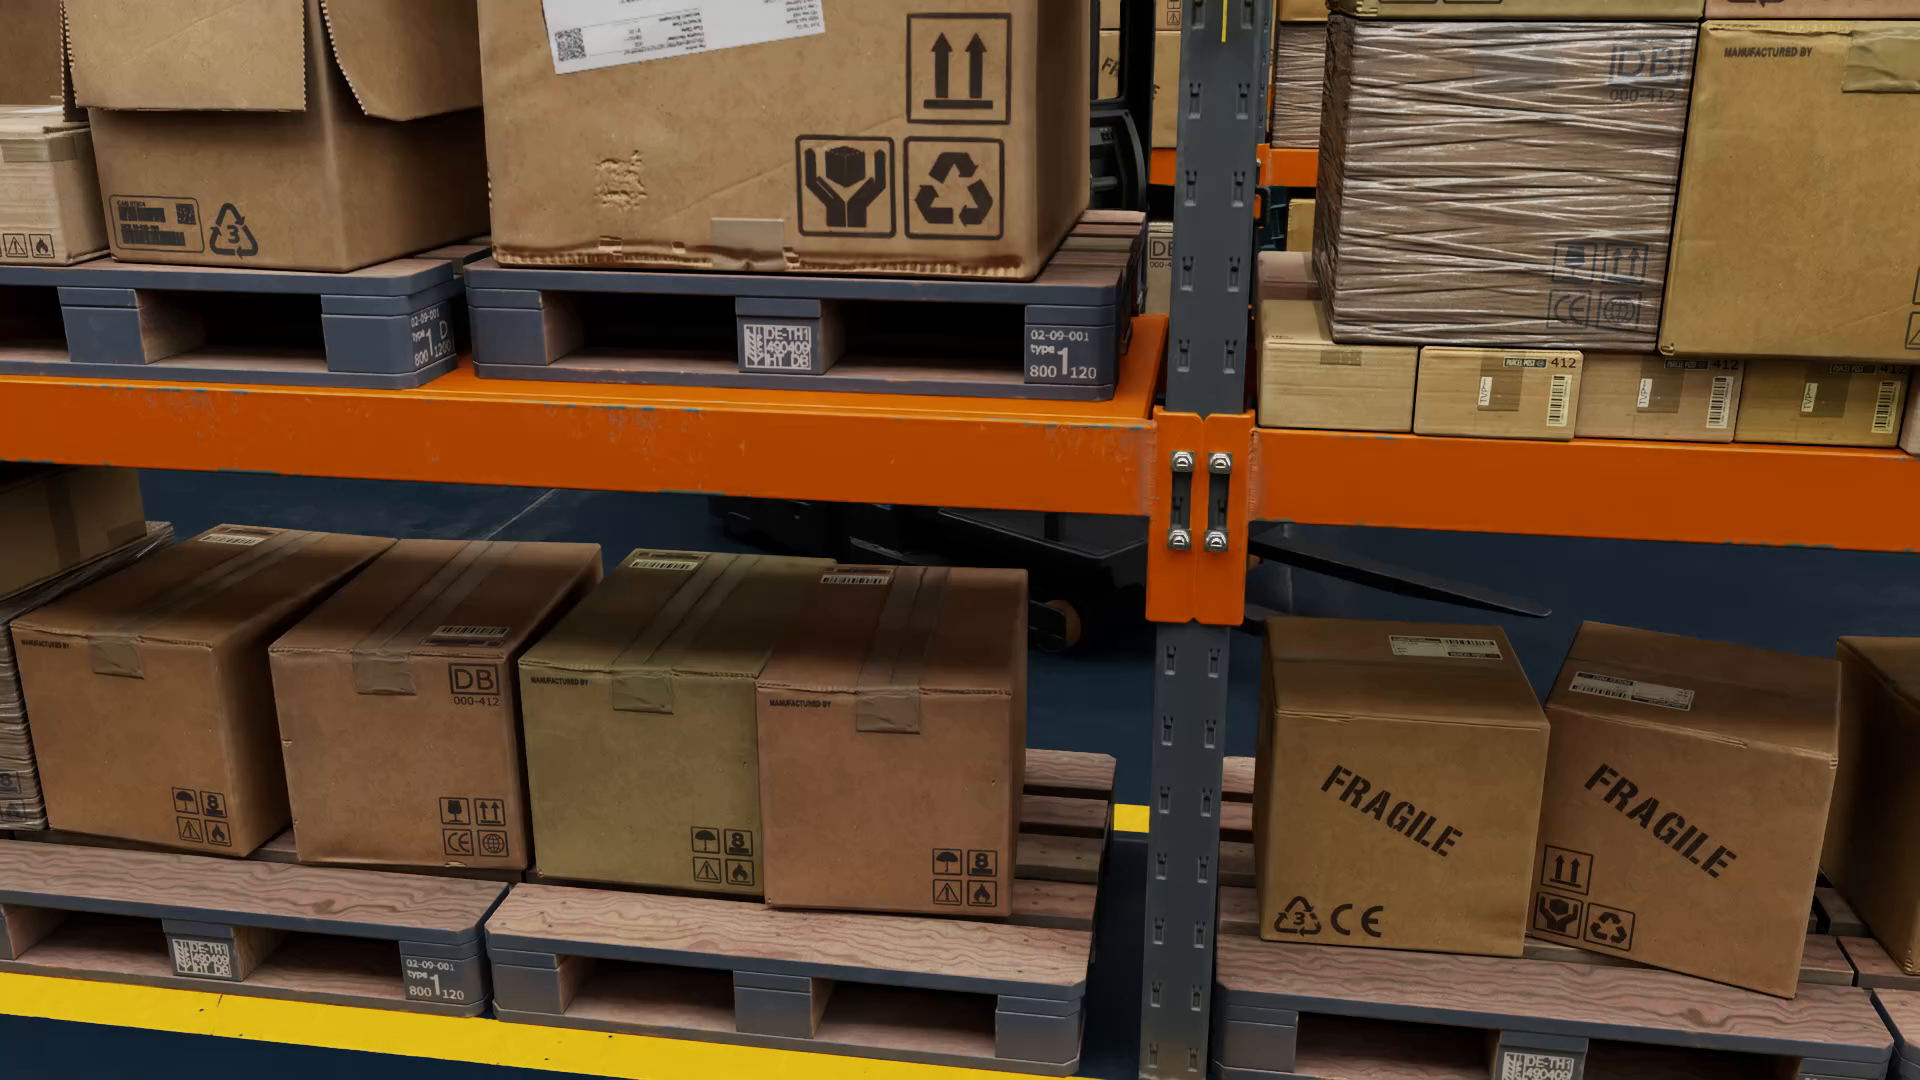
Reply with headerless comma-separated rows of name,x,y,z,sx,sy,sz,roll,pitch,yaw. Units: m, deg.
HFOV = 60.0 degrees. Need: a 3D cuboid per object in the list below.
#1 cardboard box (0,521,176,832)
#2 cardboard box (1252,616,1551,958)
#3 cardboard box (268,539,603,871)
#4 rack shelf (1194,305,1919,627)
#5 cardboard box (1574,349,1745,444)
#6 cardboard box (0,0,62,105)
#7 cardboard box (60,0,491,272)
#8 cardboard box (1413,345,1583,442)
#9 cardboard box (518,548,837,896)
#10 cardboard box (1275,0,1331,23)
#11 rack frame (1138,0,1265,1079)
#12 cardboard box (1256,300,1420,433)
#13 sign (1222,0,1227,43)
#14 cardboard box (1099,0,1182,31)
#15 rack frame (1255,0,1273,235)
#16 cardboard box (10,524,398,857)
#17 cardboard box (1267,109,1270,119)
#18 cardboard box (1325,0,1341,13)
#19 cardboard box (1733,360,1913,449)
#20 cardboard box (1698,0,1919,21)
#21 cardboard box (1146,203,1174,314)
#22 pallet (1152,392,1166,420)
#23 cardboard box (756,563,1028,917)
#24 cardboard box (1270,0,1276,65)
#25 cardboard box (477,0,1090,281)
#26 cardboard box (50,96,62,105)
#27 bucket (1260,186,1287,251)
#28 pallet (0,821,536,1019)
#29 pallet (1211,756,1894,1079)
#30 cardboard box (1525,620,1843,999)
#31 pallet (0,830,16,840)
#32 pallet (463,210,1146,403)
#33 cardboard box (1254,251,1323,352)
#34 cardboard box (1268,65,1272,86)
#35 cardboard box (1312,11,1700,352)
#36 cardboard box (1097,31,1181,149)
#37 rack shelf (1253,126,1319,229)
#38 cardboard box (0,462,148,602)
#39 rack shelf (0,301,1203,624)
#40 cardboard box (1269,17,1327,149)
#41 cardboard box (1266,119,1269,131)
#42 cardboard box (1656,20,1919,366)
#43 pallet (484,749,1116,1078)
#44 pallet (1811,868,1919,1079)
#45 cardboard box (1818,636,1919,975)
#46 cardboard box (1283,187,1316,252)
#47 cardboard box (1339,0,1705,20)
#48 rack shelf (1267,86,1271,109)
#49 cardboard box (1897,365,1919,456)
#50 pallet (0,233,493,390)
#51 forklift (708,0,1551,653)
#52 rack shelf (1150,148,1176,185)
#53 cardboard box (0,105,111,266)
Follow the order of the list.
cardboard box,-2.252,0.294,3.943,0.500,0.500,0.700,1,19,4
cardboard box,0.872,0.486,3.400,0.500,0.500,0.500,2,19,7
cardboard box,-1.140,0.348,3.781,0.500,0.500,0.700,1,19,4
rack shelf,2.458,-0.091,2.981,4.000,0.370,1.077,3,19,9
cardboard box,1.144,-0.288,2.832,0.250,0.149,0.380,3,19,9
cardboard box,-2.359,-0.969,3.653,0.500,0.500,0.700,6,19,17
cardboard box,-1.243,-0.839,3.259,0.637,0.503,0.797,5,19,14
cardboard box,0.893,-0.292,2.844,0.250,0.149,0.380,3,19,9
cardboard box,-0.587,0.376,3.697,0.500,0.500,0.700,3,19,8
cardboard box,1.729,-2.635,7.514,0.550,0.550,0.875,3,19,9
rack frame,0.483,-0.533,3.168,0.127,3.000,1.000,3,19,9
cardboard box,0.648,-0.309,2.894,0.250,0.149,0.380,3,19,9
sign,0.399,-0.908,2.464,0.005,0.325,0.100,3,19,9
cardboard box,0.879,-2.626,7.692,0.500,0.500,0.700,3,19,8
rack frame,1.370,-2.082,7.797,0.127,3.000,1.000,3,19,9
cardboard box,-1.691,0.320,3.864,0.500,0.500,0.700,5,19,13
cardboard box,3.267,-4.439,16.940,0.500,0.250,0.500,3,19,8
cardboard box,0.971,-1.259,3.136,0.500,0.500,0.500,3,19,9
cardboard box,1.392,-0.278,2.804,0.250,0.149,0.380,3,19,9
cardboard box,1.381,-1.068,2.567,0.500,0.500,0.500,3,19,9
cardboard box,0.743,-1.217,8.096,0.750,0.750,1.050,3,19,8
pallet,0.596,-0.774,8.285,1.213,0.211,1.003,3,19,9
cardboard box,-0.119,0.406,3.607,0.500,0.500,0.700,1,19,4
cardboard box,2.445,-3.716,12.057,0.500,0.500,0.500,3,19,9
cardboard box,-0.279,-1.100,3.257,1.000,1.000,1.000,3,19,9
cardboard box,-1.777,-0.870,3.726,0.258,0.266,0.396,2,19,7
bucket,1.870,-1.965,10.213,0.620,0.611,0.726,-1,16,31
pallet,-1.494,0.690,3.908,1.213,0.211,1.003,3,19,9
pallet,1.152,0.812,3.543,1.213,0.211,1.003,3,19,9
cardboard box,1.439,0.513,3.321,0.500,0.500,0.500,9,21,26
pallet,-2.695,0.628,4.093,1.213,0.211,1.003,3,19,9
pallet,-0.248,-0.526,3.450,1.213,0.211,1.003,3,19,9
cardboard box,0.742,-0.495,3.451,0.250,0.149,0.380,3,19,9
cardboard box,2.315,-3.402,12.139,0.250,0.149,0.380,3,19,8
cardboard box,0.918,-0.679,2.979,0.500,0.500,0.875,3,19,9
cardboard box,0.812,-2.071,7.609,0.500,0.500,0.500,3,19,8
rack shelf,3.345,-1.640,7.610,4.000,0.370,1.077,3,19,9
cardboard box,-2.274,-0.065,3.835,0.500,0.250,0.500,5,19,15
rack shelf,-1.491,-0.292,3.583,4.000,0.370,1.077,3,19,9
cardboard box,1.736,-2.138,7.729,0.550,0.550,0.875,3,19,9
cardboard box,3.268,-4.204,17.024,0.500,0.250,0.500,3,19,8
cardboard box,1.406,-0.643,2.871,0.500,0.500,0.875,3,19,9
pallet,-0.286,0.751,3.726,1.213,0.211,1.003,3,19,9
pallet,2.360,0.873,3.361,1.213,0.211,1.003,3,19,9
cardboard box,2.064,0.519,3.302,0.500,0.500,0.500,1,19,4
cardboard box,1.980,-1.220,7.907,0.875,0.875,0.875,3,19,9
cardboard box,0.887,-1.093,2.641,0.500,0.500,0.500,3,19,9
rack shelf,4.030,-3.196,12.260,4.000,0.370,1.077,3,19,9
cardboard box,1.633,-0.253,2.728,0.250,0.149,0.380,3,19,9
pallet,-1.505,-0.556,3.541,1.213,0.211,1.003,3,19,9
forklift,0.445,-1.221,5.334,3.031,2.935,1.130,17,25,41
rack shelf,-0.605,-1.841,8.212,4.000,0.370,1.077,3,19,9
cardboard box,-1.848,-0.706,3.259,0.500,0.250,0.500,2,19,7
